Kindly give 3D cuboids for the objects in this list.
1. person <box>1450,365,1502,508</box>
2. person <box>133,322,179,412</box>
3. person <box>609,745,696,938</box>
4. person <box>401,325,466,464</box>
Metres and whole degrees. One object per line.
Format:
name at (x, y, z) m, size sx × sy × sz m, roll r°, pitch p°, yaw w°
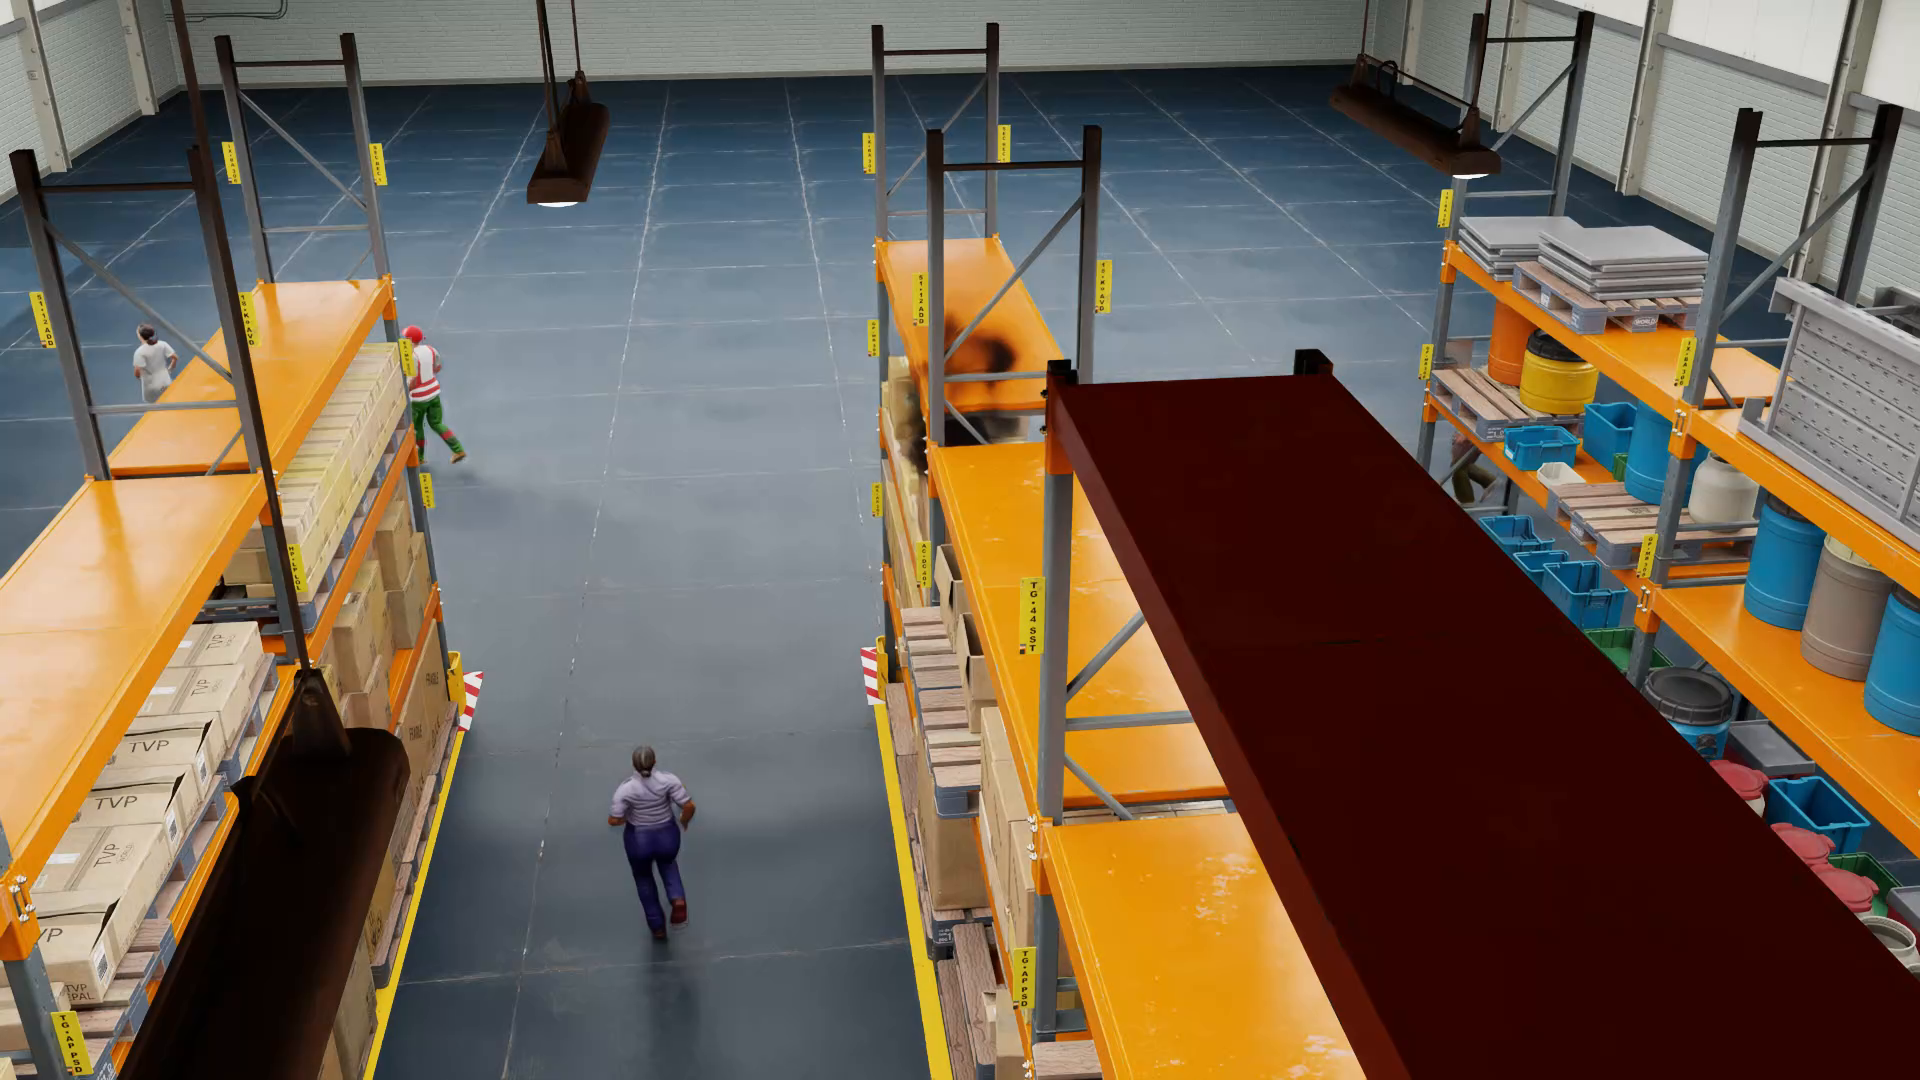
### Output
person at (5.919, -1.163, 18.941) m, size 0.630 × 1.744 × 0.703 m, roll 8°, pitch 27°, yaw 16°
person at (-9.966, -1.927, 20.671) m, size 0.586 × 1.626 × 0.580 m, roll 12°, pitch 28°, yaw 24°
person at (-2.234, 2.176, 12.126) m, size 0.598 × 1.582 × 0.547 m, roll -9°, pitch 27°, yaw -18°
person at (-6.429, -1.702, 19.981) m, size 0.883 × 1.807 × 0.682 m, roll 13°, pitch 28°, yaw 25°
